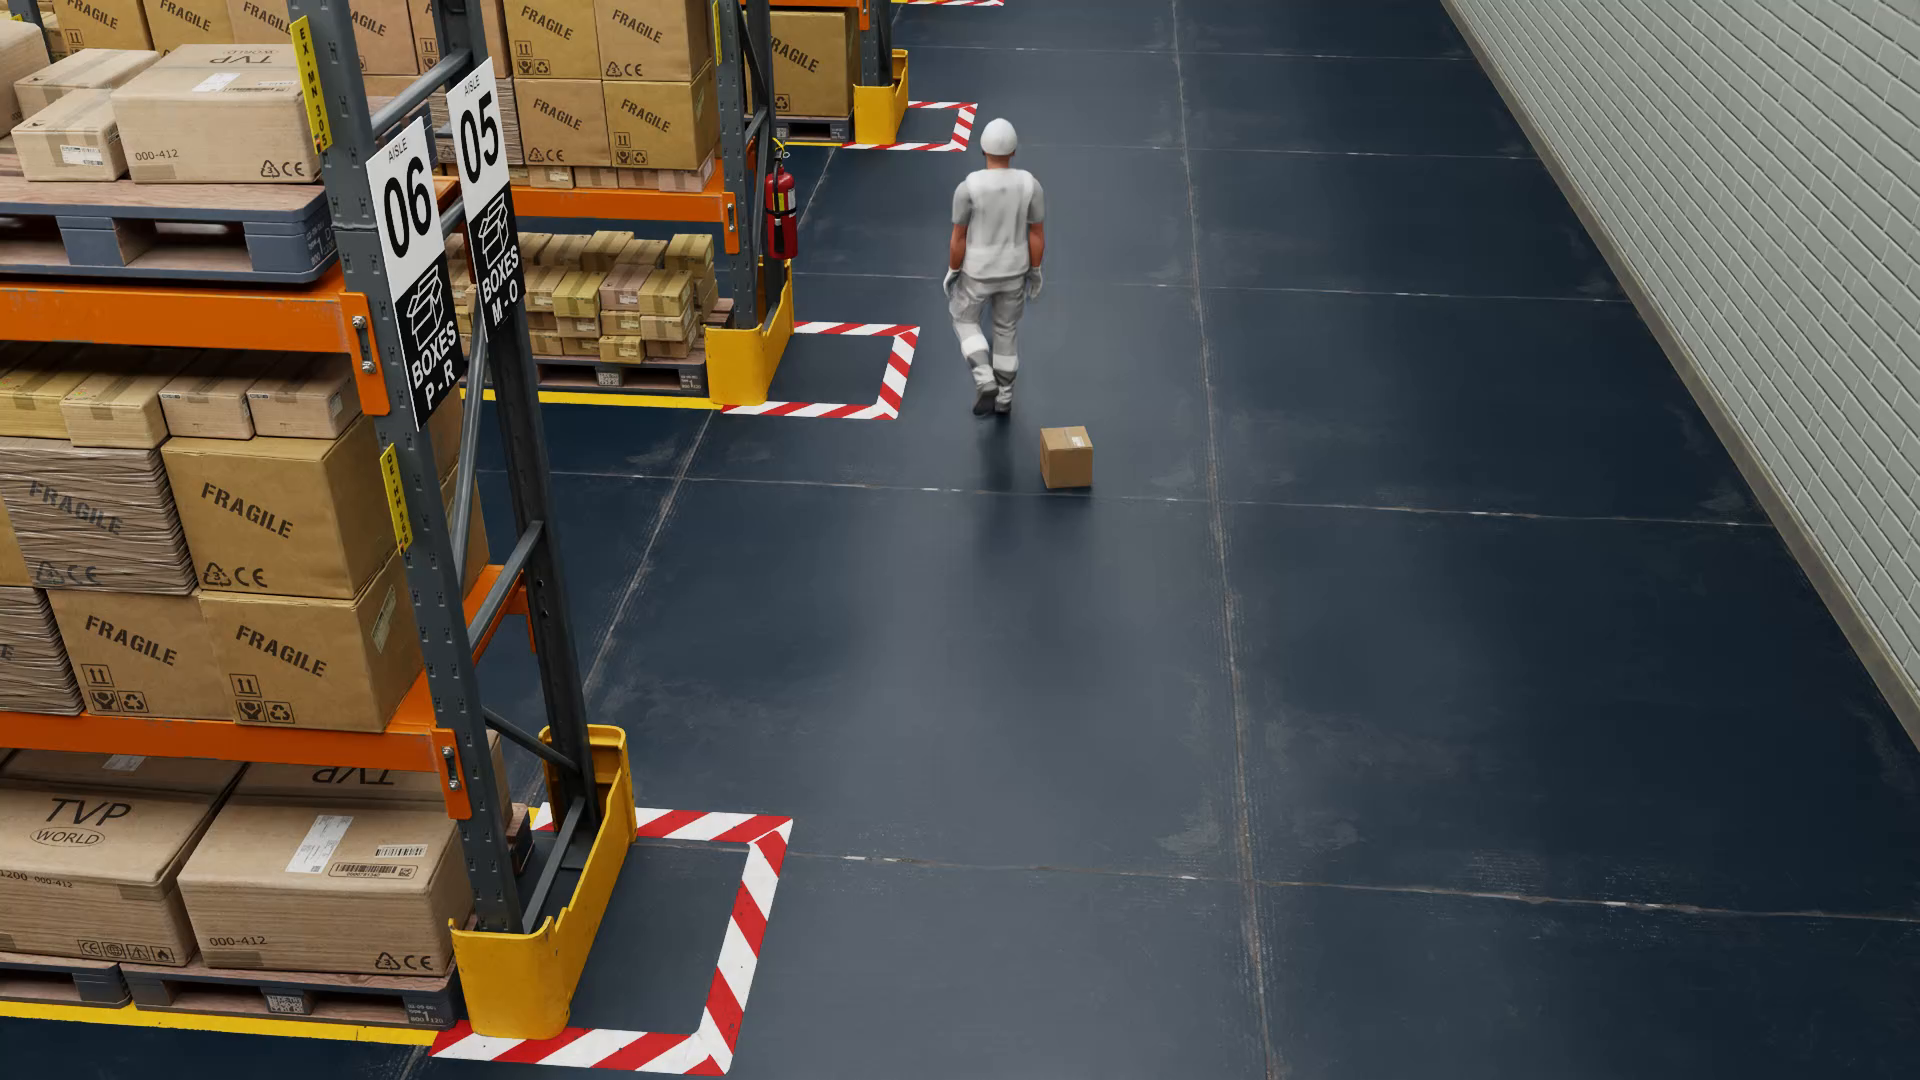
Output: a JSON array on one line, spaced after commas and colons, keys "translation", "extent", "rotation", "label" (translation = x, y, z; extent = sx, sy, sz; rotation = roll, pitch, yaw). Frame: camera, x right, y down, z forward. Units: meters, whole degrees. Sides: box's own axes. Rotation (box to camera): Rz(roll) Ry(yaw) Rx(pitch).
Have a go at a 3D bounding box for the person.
[{"translation": [0.195, -1.529, 9.531], "extent": [0.578, 1.779, 0.540], "rotation": [-6, 32, -9], "label": "person"}]
